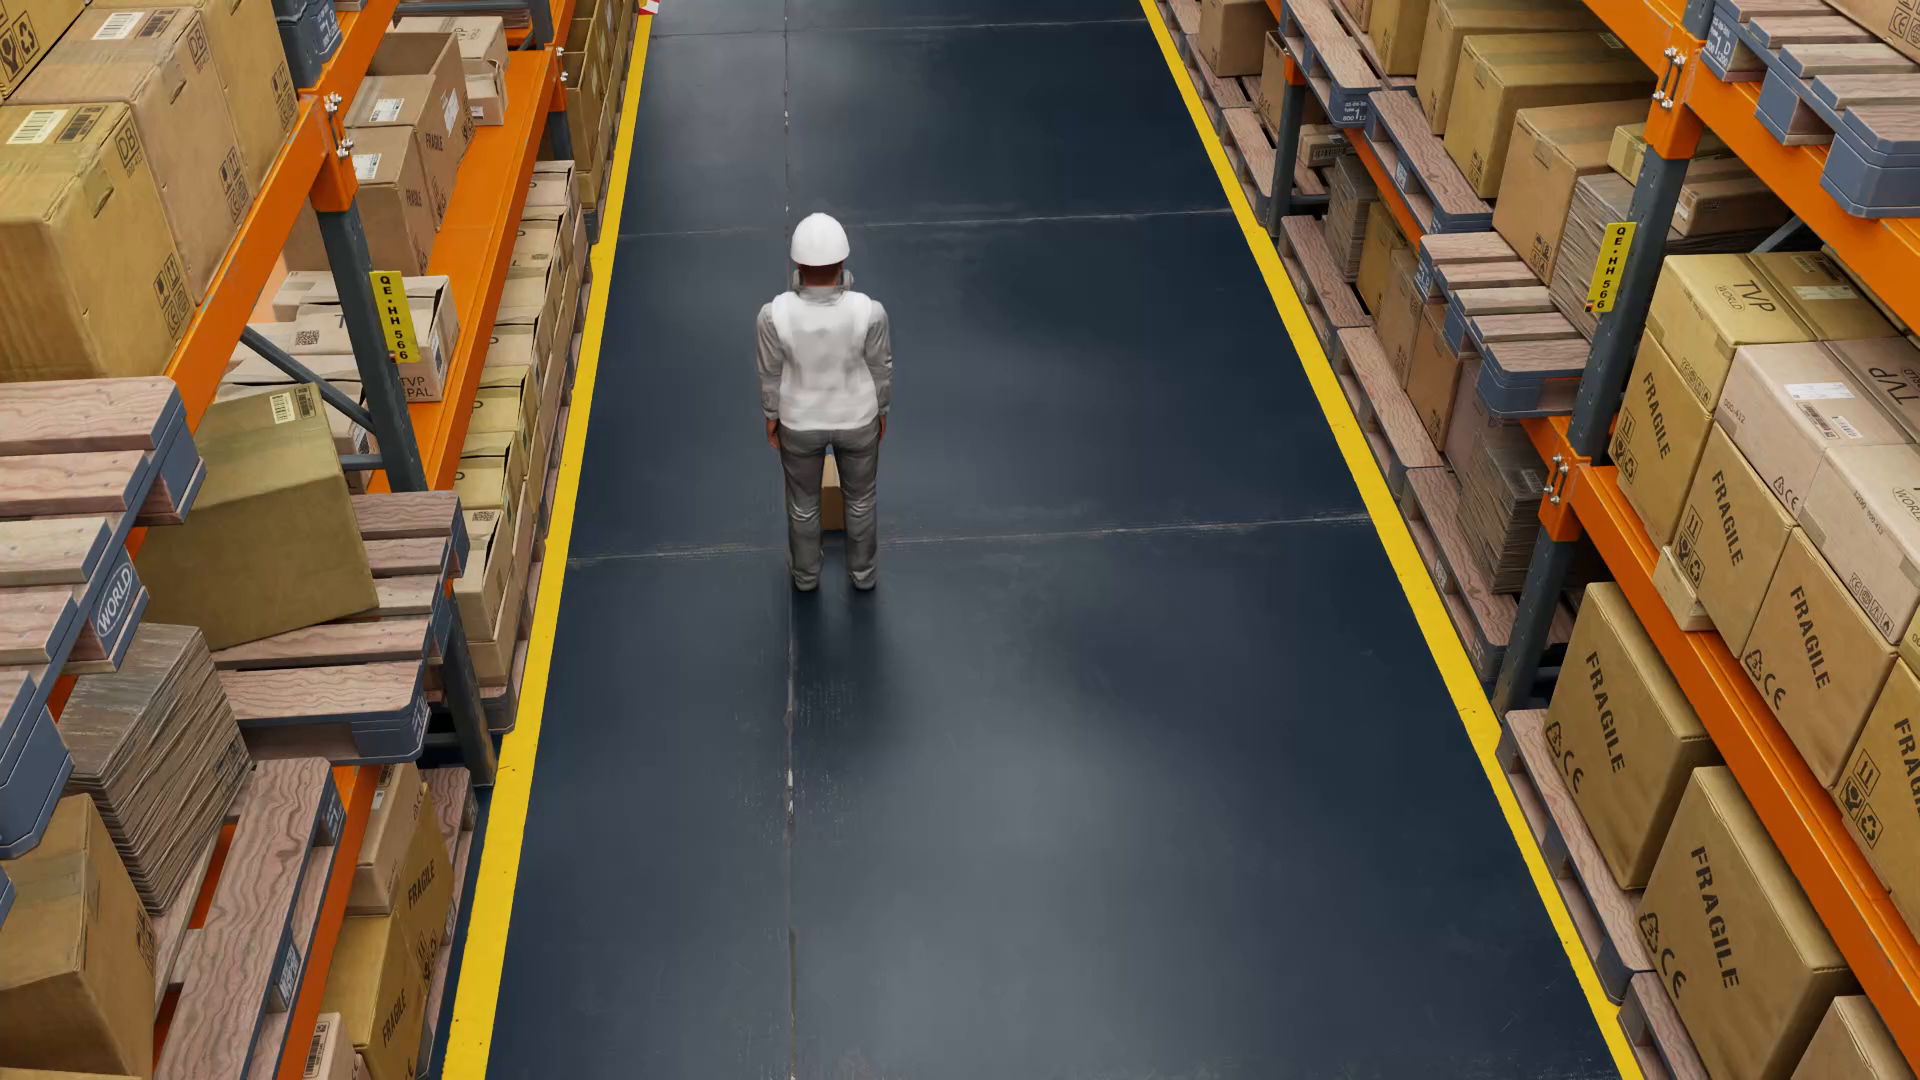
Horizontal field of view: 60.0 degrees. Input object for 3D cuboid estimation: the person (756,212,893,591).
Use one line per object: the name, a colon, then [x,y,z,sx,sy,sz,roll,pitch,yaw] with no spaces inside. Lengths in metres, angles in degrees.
person: [-0.538,-0.530,6.777,0.536,1.776,0.397,-2,39,-3]
